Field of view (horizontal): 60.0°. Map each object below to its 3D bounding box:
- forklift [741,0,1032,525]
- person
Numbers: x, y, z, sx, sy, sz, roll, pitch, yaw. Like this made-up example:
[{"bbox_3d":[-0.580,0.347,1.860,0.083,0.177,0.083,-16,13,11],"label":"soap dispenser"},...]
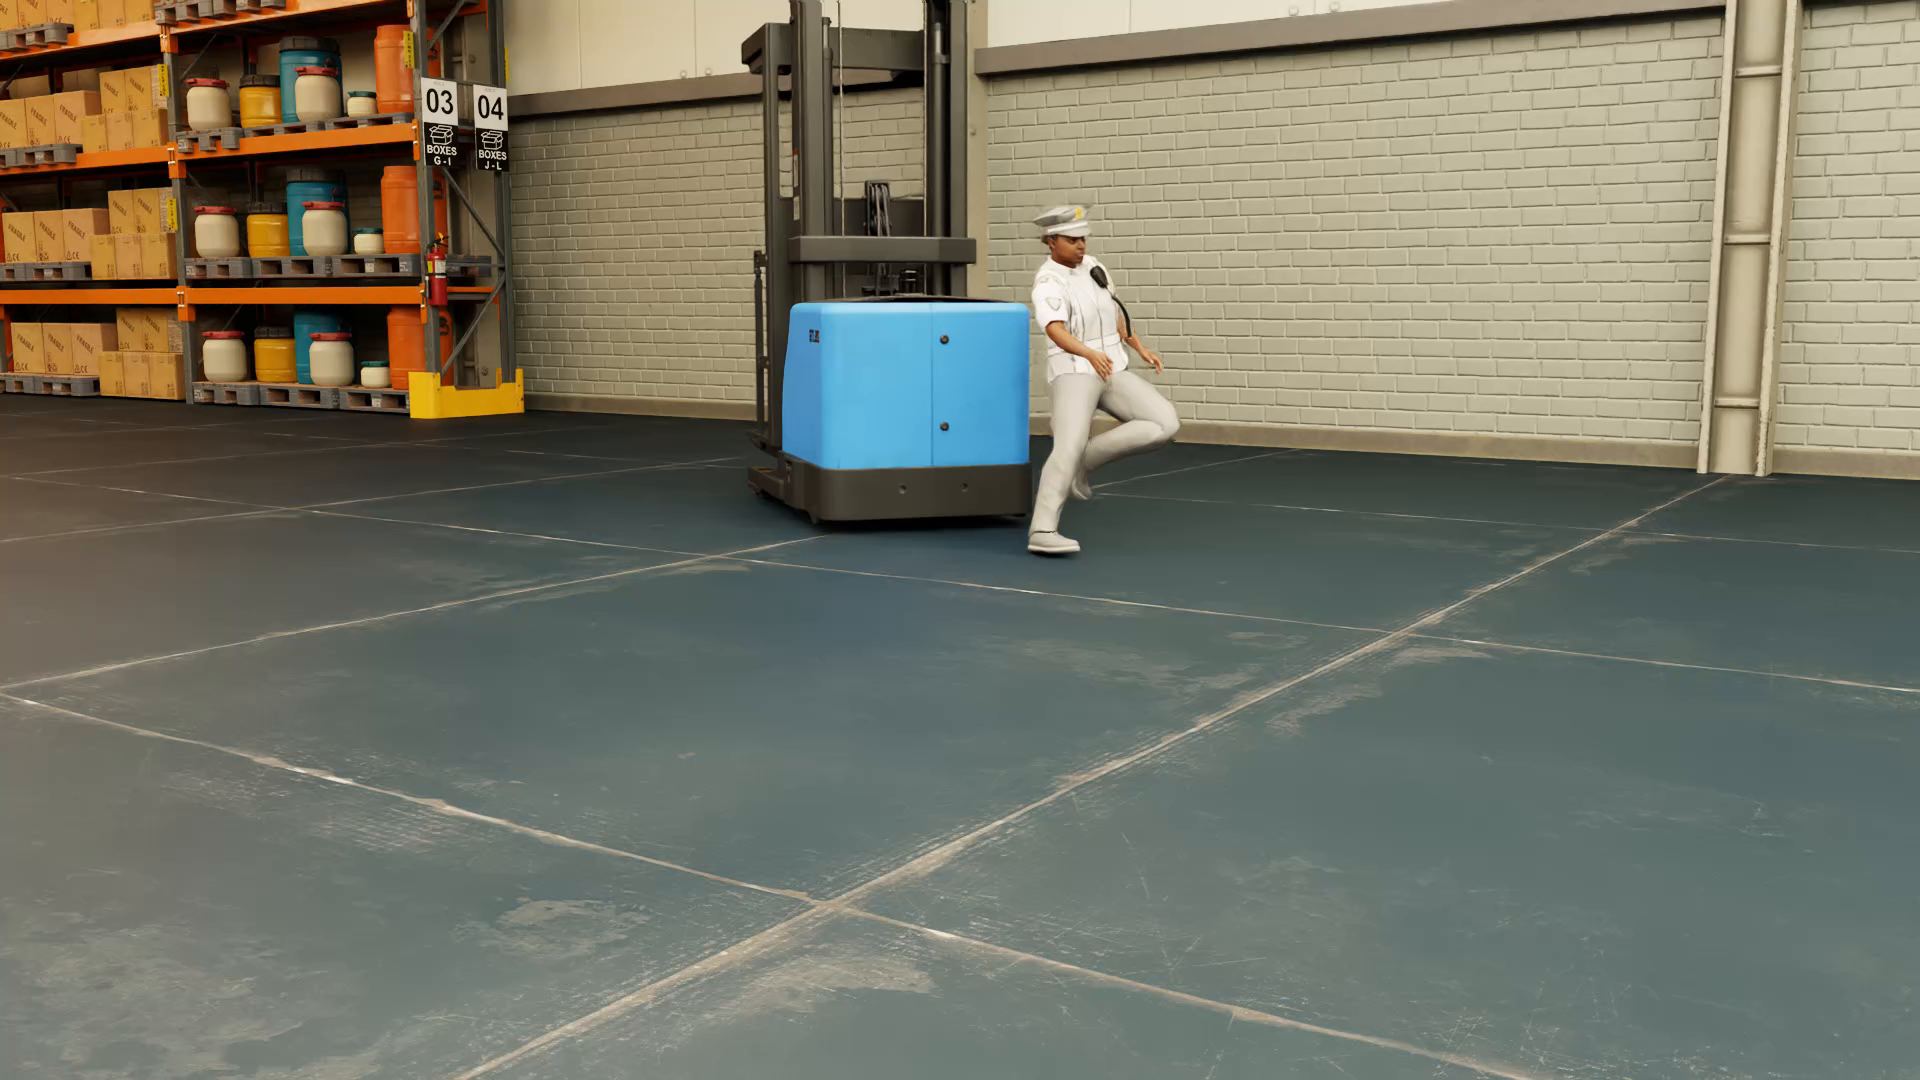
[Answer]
[{"bbox_3d":[-0.568,-1.690,9.081,1.130,2.935,3.031,-2,8,-17],"label":"forklift"},{"bbox_3d":[0.588,-0.715,7.299,0.750,1.493,0.723,-6,10,-37],"label":"person"}]
